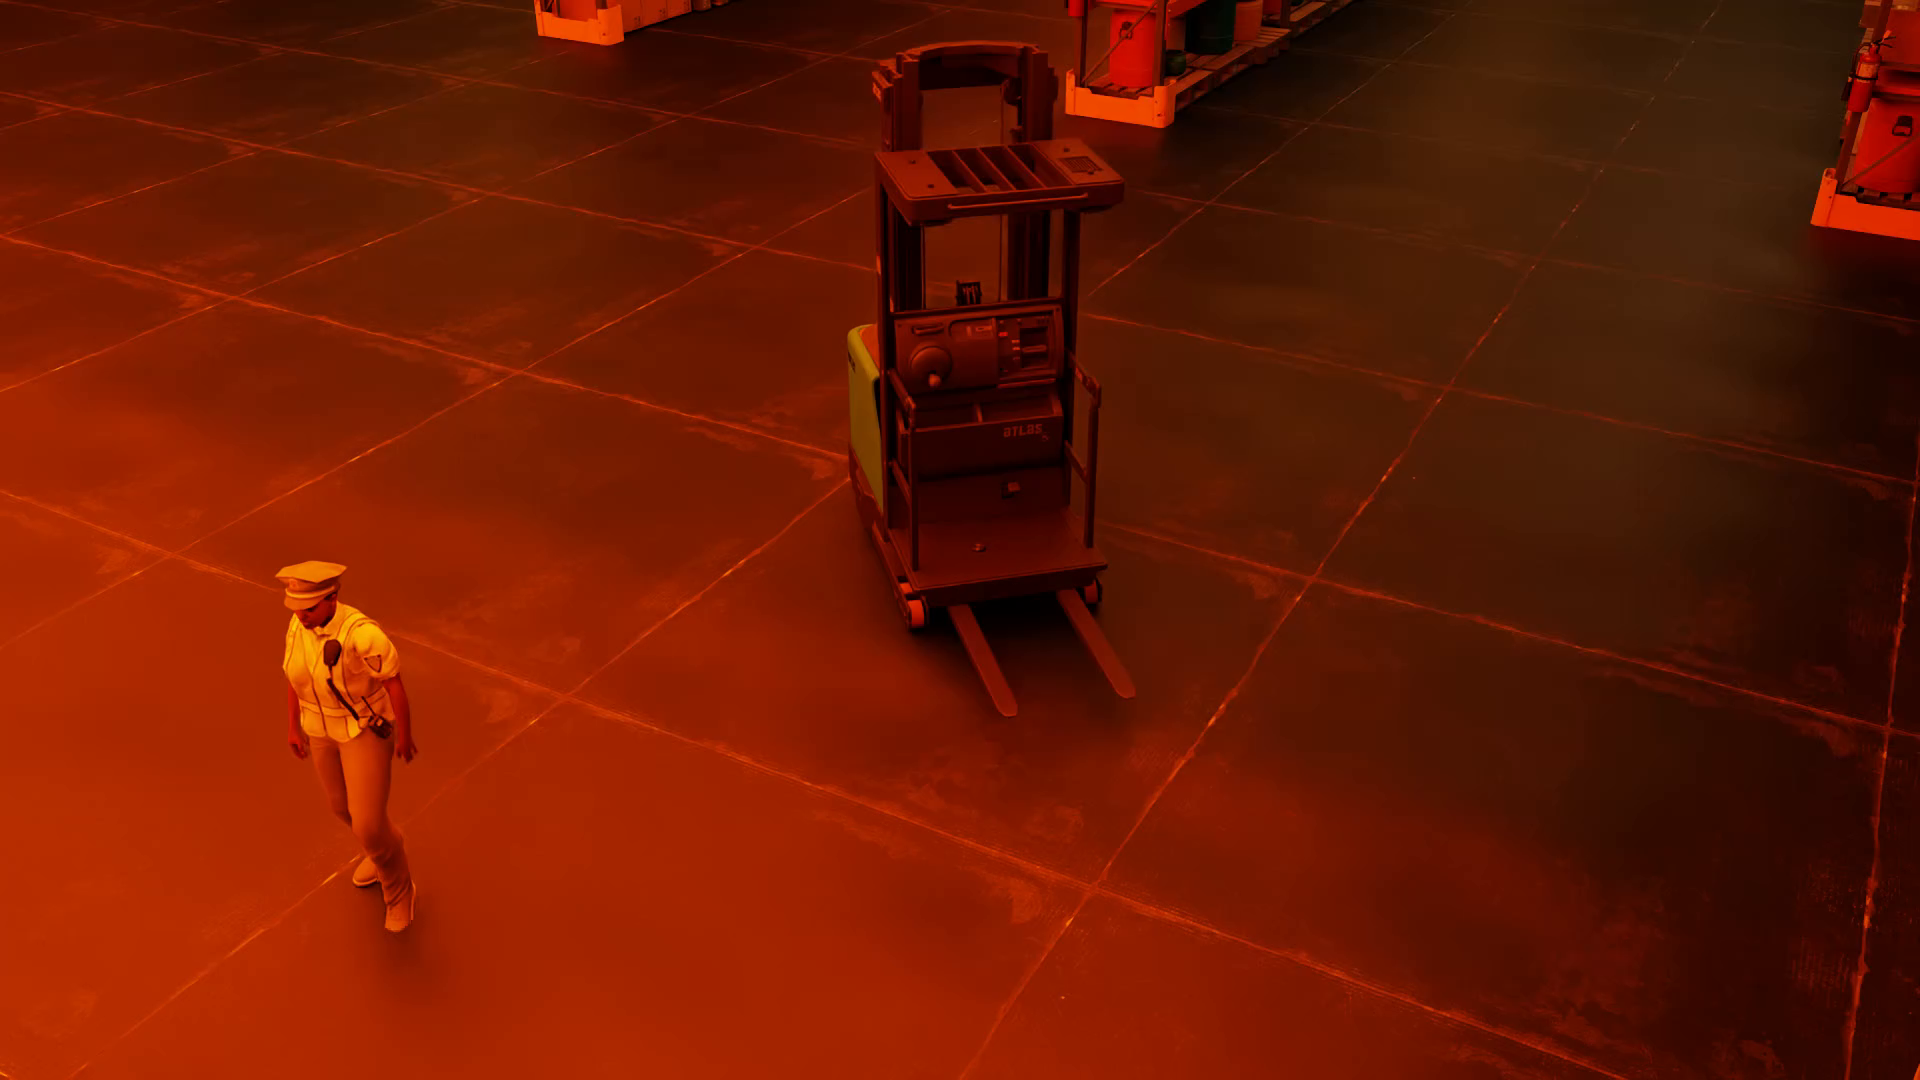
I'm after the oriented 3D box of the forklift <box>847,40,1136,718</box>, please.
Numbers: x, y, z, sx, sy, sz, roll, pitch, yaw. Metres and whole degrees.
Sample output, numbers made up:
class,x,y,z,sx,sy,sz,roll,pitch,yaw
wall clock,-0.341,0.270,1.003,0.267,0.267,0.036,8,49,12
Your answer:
class,x,y,z,sx,sy,sz,roll,pitch,yaw
forklift,0.165,-0.991,8.787,1.130,2.935,3.031,-7,31,-13

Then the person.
class,x,y,z,sx,sy,sz,roll,pitch,yaw
person,-2.564,0.847,6.953,0.560,1.719,0.507,11,32,18
